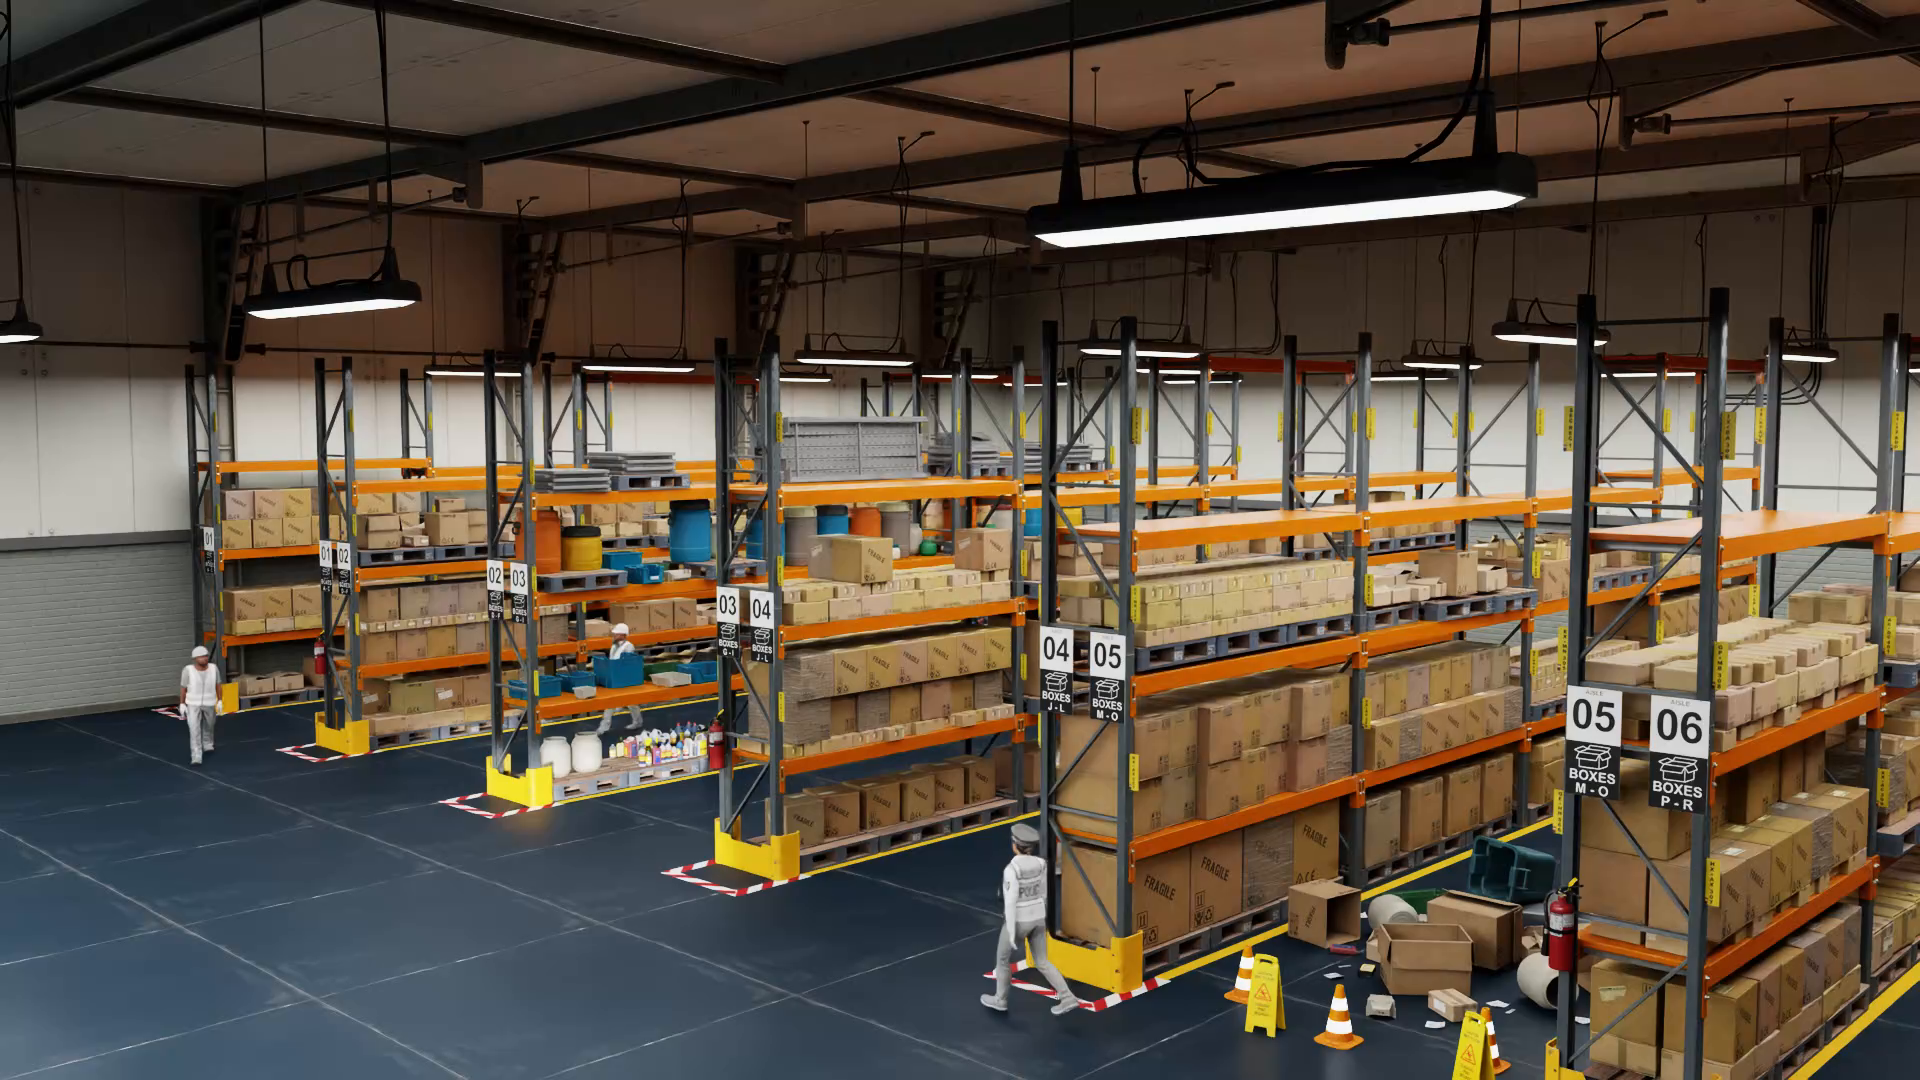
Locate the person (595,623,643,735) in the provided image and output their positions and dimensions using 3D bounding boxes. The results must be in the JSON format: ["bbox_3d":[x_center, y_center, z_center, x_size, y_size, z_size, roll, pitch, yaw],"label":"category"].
[{"bbox_3d":[-5.496,2.242,26.852,0.558,1.790,0.809,3,5,36],"label":"person"}]

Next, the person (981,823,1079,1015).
[{"bbox_3d":[0.571,3.247,14.155,0.970,1.641,0.486,4,6,45],"label":"person"}]

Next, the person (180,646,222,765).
[{"bbox_3d":[-11.247,2.422,24.641,0.581,1.727,1.116,-2,5,-28],"label":"person"}]

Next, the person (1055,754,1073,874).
[{"bbox_3d":[1.240,2.965,18.627,0.413,1.627,0.621,4,6,39],"label":"person"}]
